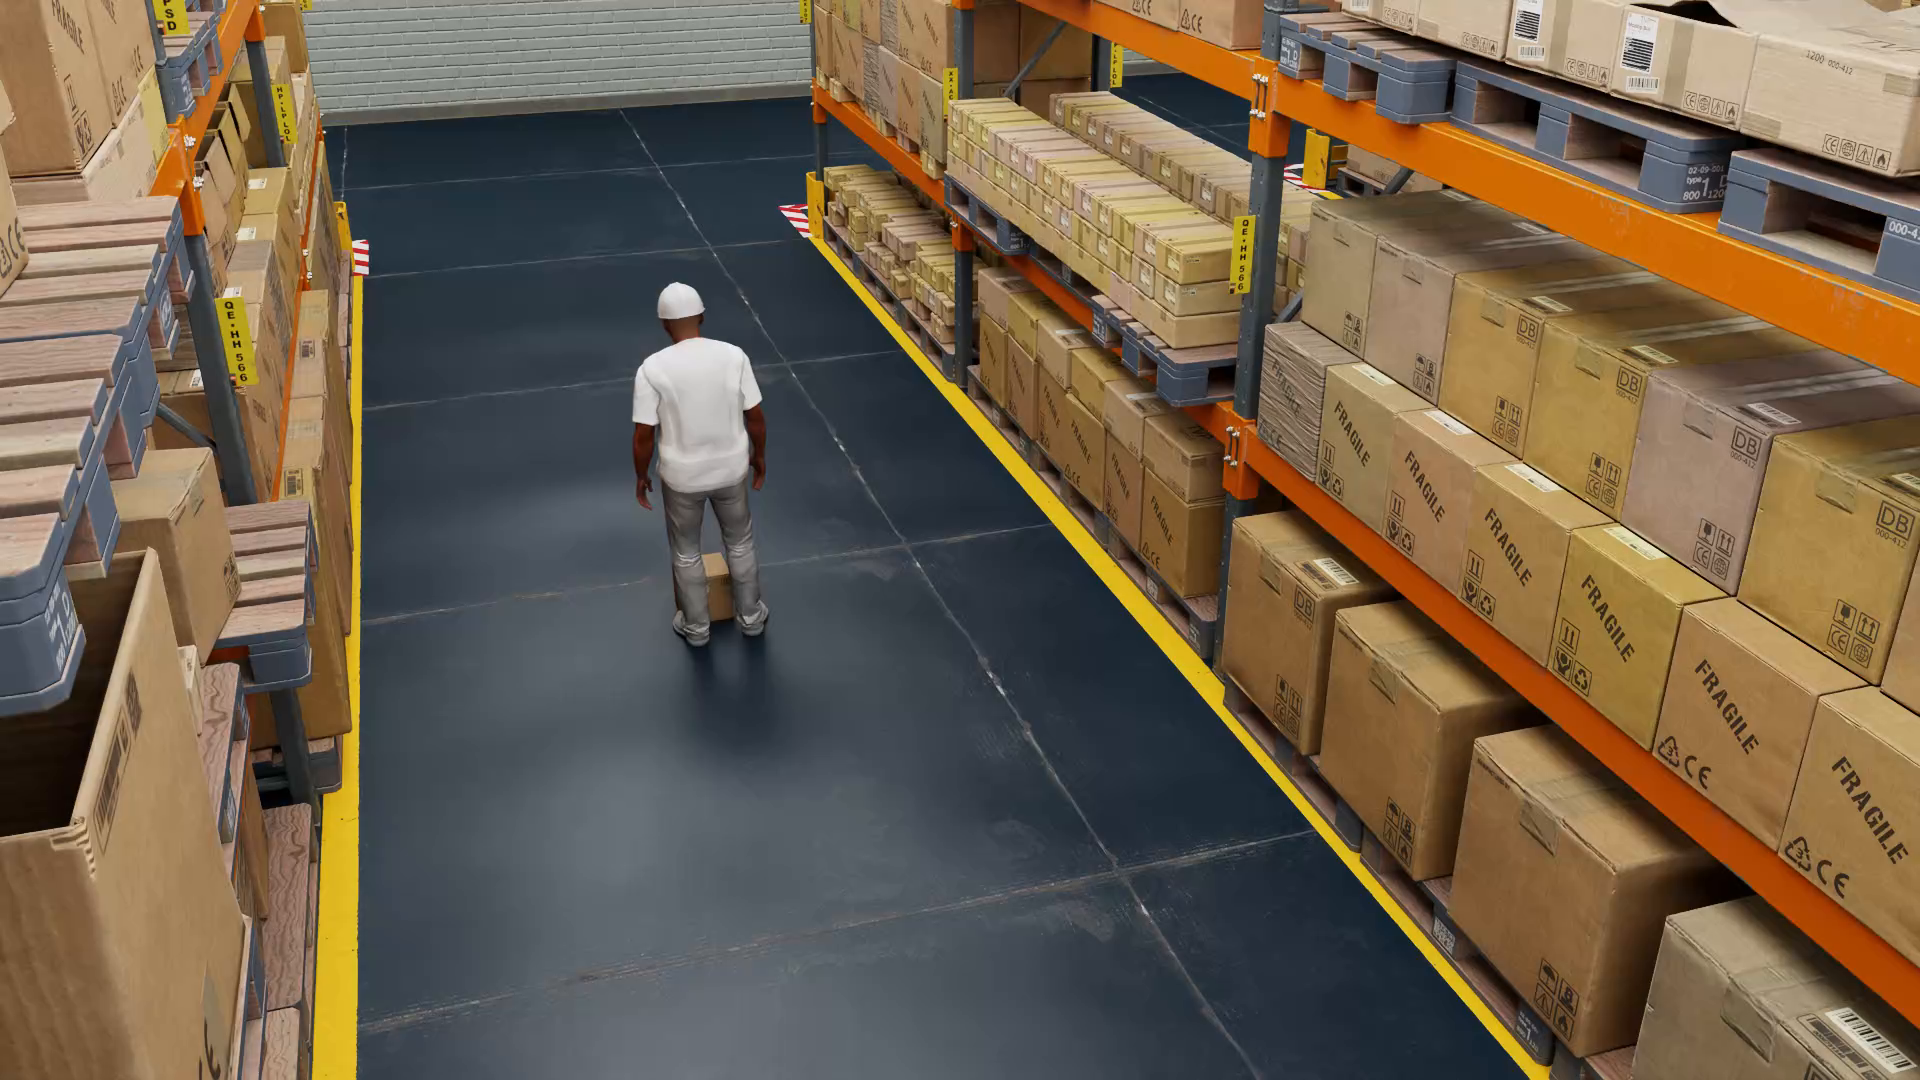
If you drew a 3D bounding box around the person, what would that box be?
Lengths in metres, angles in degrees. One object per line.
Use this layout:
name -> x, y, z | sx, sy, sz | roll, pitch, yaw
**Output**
person -> -1.213, -0.339, 7.784 | 0.634, 1.759, 0.457 | -10, 28, -19
